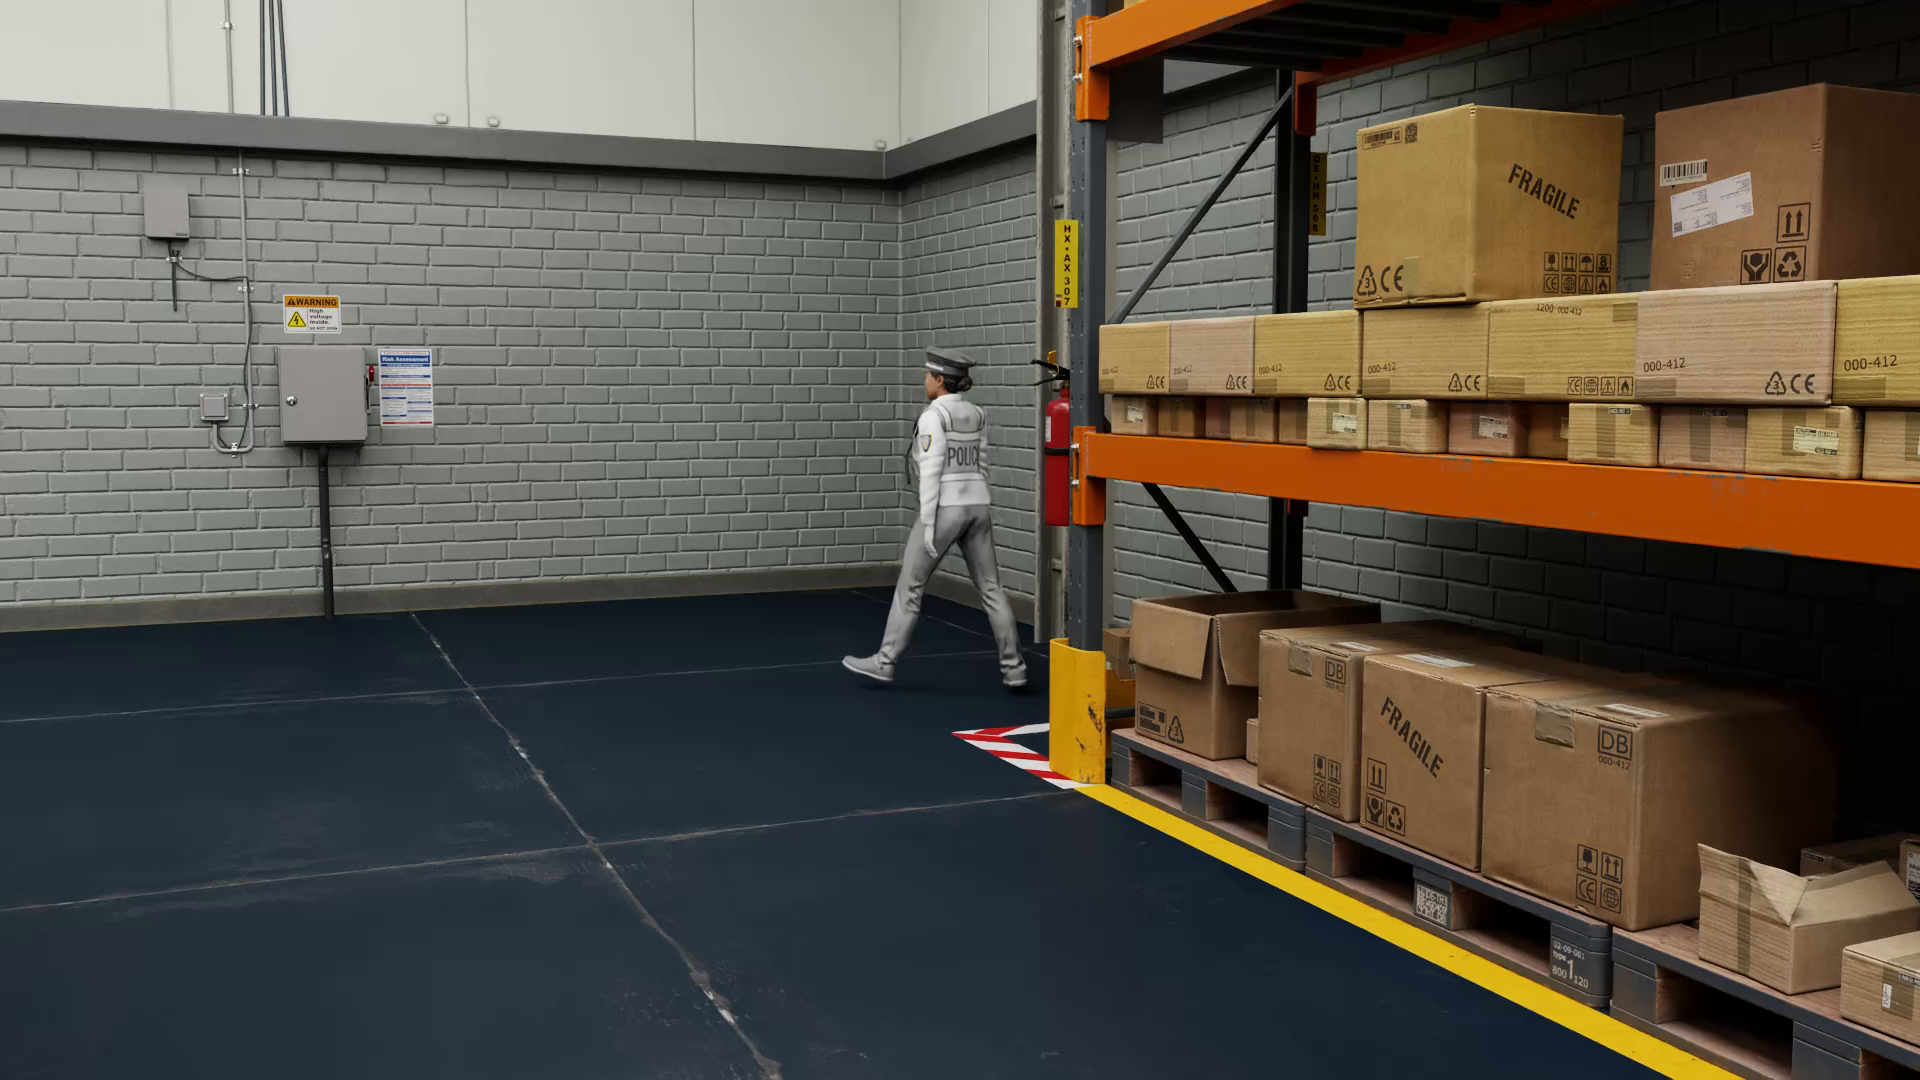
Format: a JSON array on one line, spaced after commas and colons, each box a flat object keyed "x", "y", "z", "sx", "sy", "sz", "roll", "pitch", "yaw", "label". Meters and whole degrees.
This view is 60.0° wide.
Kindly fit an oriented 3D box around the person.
[{"x": -0.089, "y": -0.116, "z": 8.028, "sx": 0.845, "sy": 1.641, "sz": 0.615, "roll": 5, "pitch": 8, "yaw": 43, "label": "person"}]
